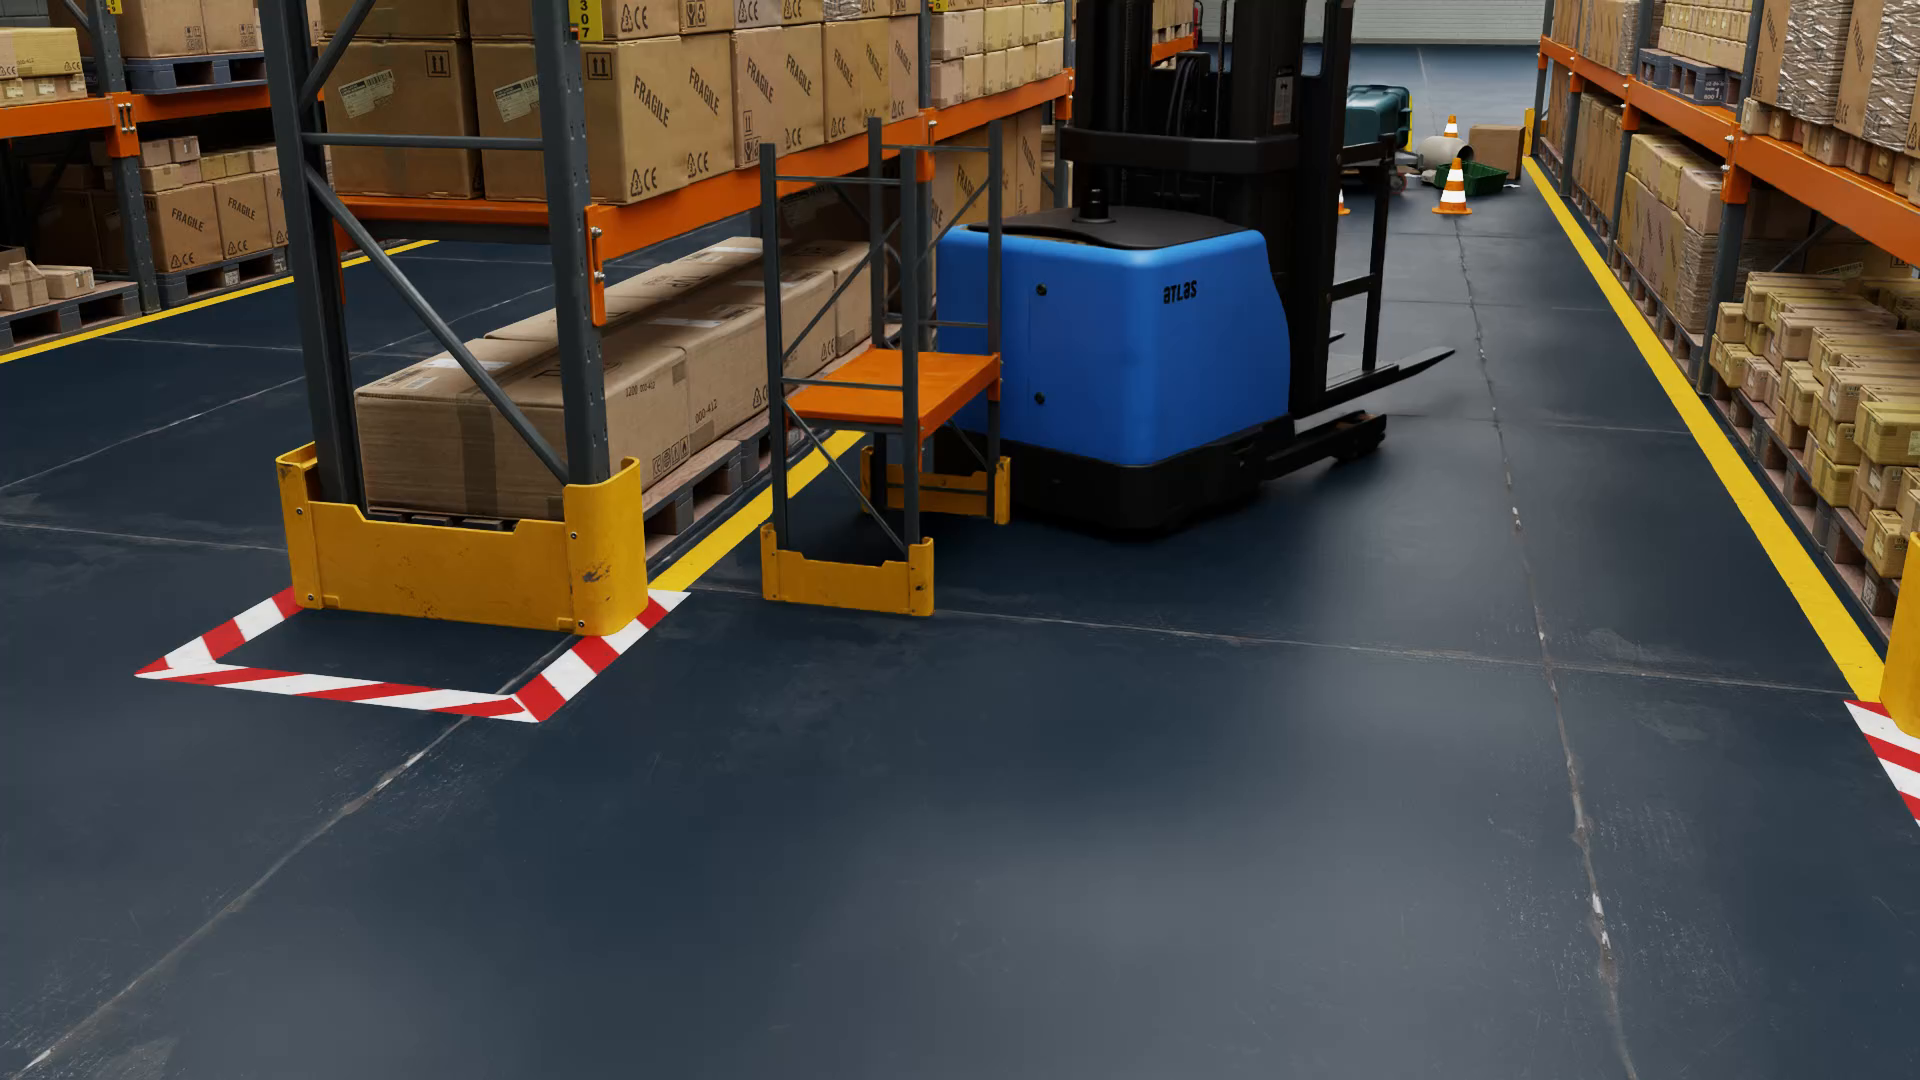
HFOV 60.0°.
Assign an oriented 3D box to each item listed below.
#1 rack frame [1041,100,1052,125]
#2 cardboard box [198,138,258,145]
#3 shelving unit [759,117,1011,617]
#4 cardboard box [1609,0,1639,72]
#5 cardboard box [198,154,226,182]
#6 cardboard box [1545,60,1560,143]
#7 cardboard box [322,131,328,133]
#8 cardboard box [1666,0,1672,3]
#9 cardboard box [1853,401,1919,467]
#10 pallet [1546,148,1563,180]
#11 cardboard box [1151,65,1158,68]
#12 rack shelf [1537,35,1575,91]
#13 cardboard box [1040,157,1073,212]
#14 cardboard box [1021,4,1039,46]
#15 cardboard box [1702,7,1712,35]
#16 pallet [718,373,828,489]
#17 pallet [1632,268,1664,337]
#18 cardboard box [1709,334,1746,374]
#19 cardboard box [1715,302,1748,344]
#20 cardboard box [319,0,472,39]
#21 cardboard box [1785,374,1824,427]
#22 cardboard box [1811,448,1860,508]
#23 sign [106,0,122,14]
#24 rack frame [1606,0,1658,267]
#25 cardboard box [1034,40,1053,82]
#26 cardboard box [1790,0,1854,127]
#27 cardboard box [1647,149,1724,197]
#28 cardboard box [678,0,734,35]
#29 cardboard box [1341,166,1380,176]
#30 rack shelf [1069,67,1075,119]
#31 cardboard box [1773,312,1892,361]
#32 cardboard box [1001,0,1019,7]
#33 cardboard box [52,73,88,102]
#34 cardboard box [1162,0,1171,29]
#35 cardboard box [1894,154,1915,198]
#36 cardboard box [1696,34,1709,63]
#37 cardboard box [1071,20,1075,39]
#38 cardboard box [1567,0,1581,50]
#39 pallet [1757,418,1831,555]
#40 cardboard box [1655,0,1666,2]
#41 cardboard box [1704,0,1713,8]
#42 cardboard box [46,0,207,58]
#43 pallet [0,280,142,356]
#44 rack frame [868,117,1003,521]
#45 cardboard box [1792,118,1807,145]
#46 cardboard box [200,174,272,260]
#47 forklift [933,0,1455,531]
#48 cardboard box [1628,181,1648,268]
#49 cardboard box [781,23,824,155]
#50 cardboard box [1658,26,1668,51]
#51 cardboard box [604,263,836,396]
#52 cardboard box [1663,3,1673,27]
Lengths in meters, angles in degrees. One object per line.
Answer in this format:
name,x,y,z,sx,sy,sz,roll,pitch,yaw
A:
rack frame,1.304,-4.976,16.114,1.000,3.000,0.127,5,19,13
cardboard box,-5.288,-2.806,11.975,0.380,0.149,0.250,4,19,11
shelving unit,-0.236,-0.648,5.765,0.587,1.500,1.083,5,20,15
cardboard box,5.125,-3.728,12.308,0.500,0.500,0.500,5,19,13
cardboard box,-5.075,-2.447,10.926,0.380,0.149,0.250,4,19,11
cardboard box,7.005,-4.845,18.371,0.875,0.875,0.875,5,19,14
cardboard box,-4.615,-3.014,12.586,0.380,0.149,0.250,5,20,15
cardboard box,4.850,-3.593,10.885,0.380,0.149,0.250,5,19,13
cardboard box,3.138,-0.338,5.376,0.380,0.149,0.250,4,19,12
pallet,6.687,-3.912,17.315,1.003,0.211,1.213,5,19,13
cardboard box,1.799,-4.733,16.844,0.380,0.149,0.250,5,19,14
rack shelf,6.618,-4.903,17.014,1.077,0.370,4.000,5,19,13
cardboard box,0.475,-2.853,13.316,0.950,0.372,0.625,3,19,10
cardboard box,0.228,-3.392,10.938,0.500,0.250,0.500,4,19,12
cardboard box,4.464,-2.959,9.488,0.380,0.149,0.250,5,20,15
pallet,-1.208,-0.533,7.421,1.003,0.211,1.213,5,19,13
pallet,4.659,-1.417,10.009,1.003,0.211,1.213,5,19,13
cardboard box,3.774,-0.870,7.854,0.380,0.149,0.250,4,19,11
cardboard box,3.776,-1.011,7.807,0.380,0.149,0.250,6,20,16
cardboard box,-1.741,-1.905,5.422,0.500,0.500,0.500,5,20,15
cardboard box,3.410,-0.527,6.391,0.380,0.149,0.250,5,19,14
cardboard box,3.285,-0.214,5.935,0.380,0.149,0.250,4,19,11
sign,-4.936,-3.228,9.659,0.100,0.325,0.005,5,19,13
rack frame,5.152,-3.363,11.391,1.000,3.000,0.127,5,19,13
cardboard box,0.346,-3.310,11.471,0.500,0.250,0.500,5,19,14
cardboard box,3.537,-1.851,6.351,0.500,0.500,0.500,4,19,12
cardboard box,4.491,-2.223,10.113,0.500,0.250,0.500,5,19,14
cardboard box,-1.115,-2.025,5.775,0.500,0.500,0.500,4,19,12
cardboard box,4.087,-4.068,17.109,0.797,0.637,0.503,5,19,13
rack shelf,0.816,-4.008,14.395,1.077,0.370,4.000,5,19,13
cardboard box,3.568,-0.827,6.808,0.380,0.149,0.250,5,20,15
cardboard box,0.079,-3.585,10.341,0.500,0.500,0.500,4,19,12
cardboard box,-5.297,-2.620,9.606,0.380,0.149,0.250,5,19,14
cardboard box,1.917,-5.595,17.313,0.500,0.500,0.500,4,19,13
cardboard box,3.279,-1.178,5.383,0.380,0.149,0.250,4,19,11
cardboard box,4.460,-2.821,9.545,0.380,0.149,0.250,4,19,12
cardboard box,0.688,-3.975,12.923,0.380,0.149,0.250,3,19,10
cardboard box,6.320,-4.978,15.889,0.875,0.550,0.550,5,19,13
pallet,3.749,-0.192,6.424,1.003,0.211,1.213,5,19,13
cardboard box,5.271,-4.023,11.623,0.700,0.500,0.500,5,19,13
cardboard box,4.467,-3.104,9.454,0.380,0.149,0.250,4,19,13
cardboard box,-5.129,-3.239,10.225,0.700,0.500,0.500,5,20,15
pallet,-5.633,-1.324,9.738,1.003,0.211,1.213,5,19,13
rack frame,-0.091,-0.809,6.235,0.500,1.500,0.032,5,20,15
cardboard box,3.783,-1.752,7.066,0.380,0.149,0.250,4,19,11
cardboard box,-5.008,-2.176,11.136,0.500,0.500,0.500,4,19,13
forklift,1.231,-1.824,6.995,1.130,2.935,3.031,15,24,38
cardboard box,4.612,-2.019,10.675,0.500,0.500,0.500,5,19,14
cardboard box,-0.887,-1.866,6.857,0.500,0.500,0.500,5,20,15
cardboard box,4.847,-3.318,11.000,0.380,0.149,0.250,4,19,13
cardboard box,-1.126,-0.985,7.746,0.875,0.438,0.875,4,19,12
cardboard box,4.839,-3.448,10.919,0.380,0.149,0.250,6,20,16
